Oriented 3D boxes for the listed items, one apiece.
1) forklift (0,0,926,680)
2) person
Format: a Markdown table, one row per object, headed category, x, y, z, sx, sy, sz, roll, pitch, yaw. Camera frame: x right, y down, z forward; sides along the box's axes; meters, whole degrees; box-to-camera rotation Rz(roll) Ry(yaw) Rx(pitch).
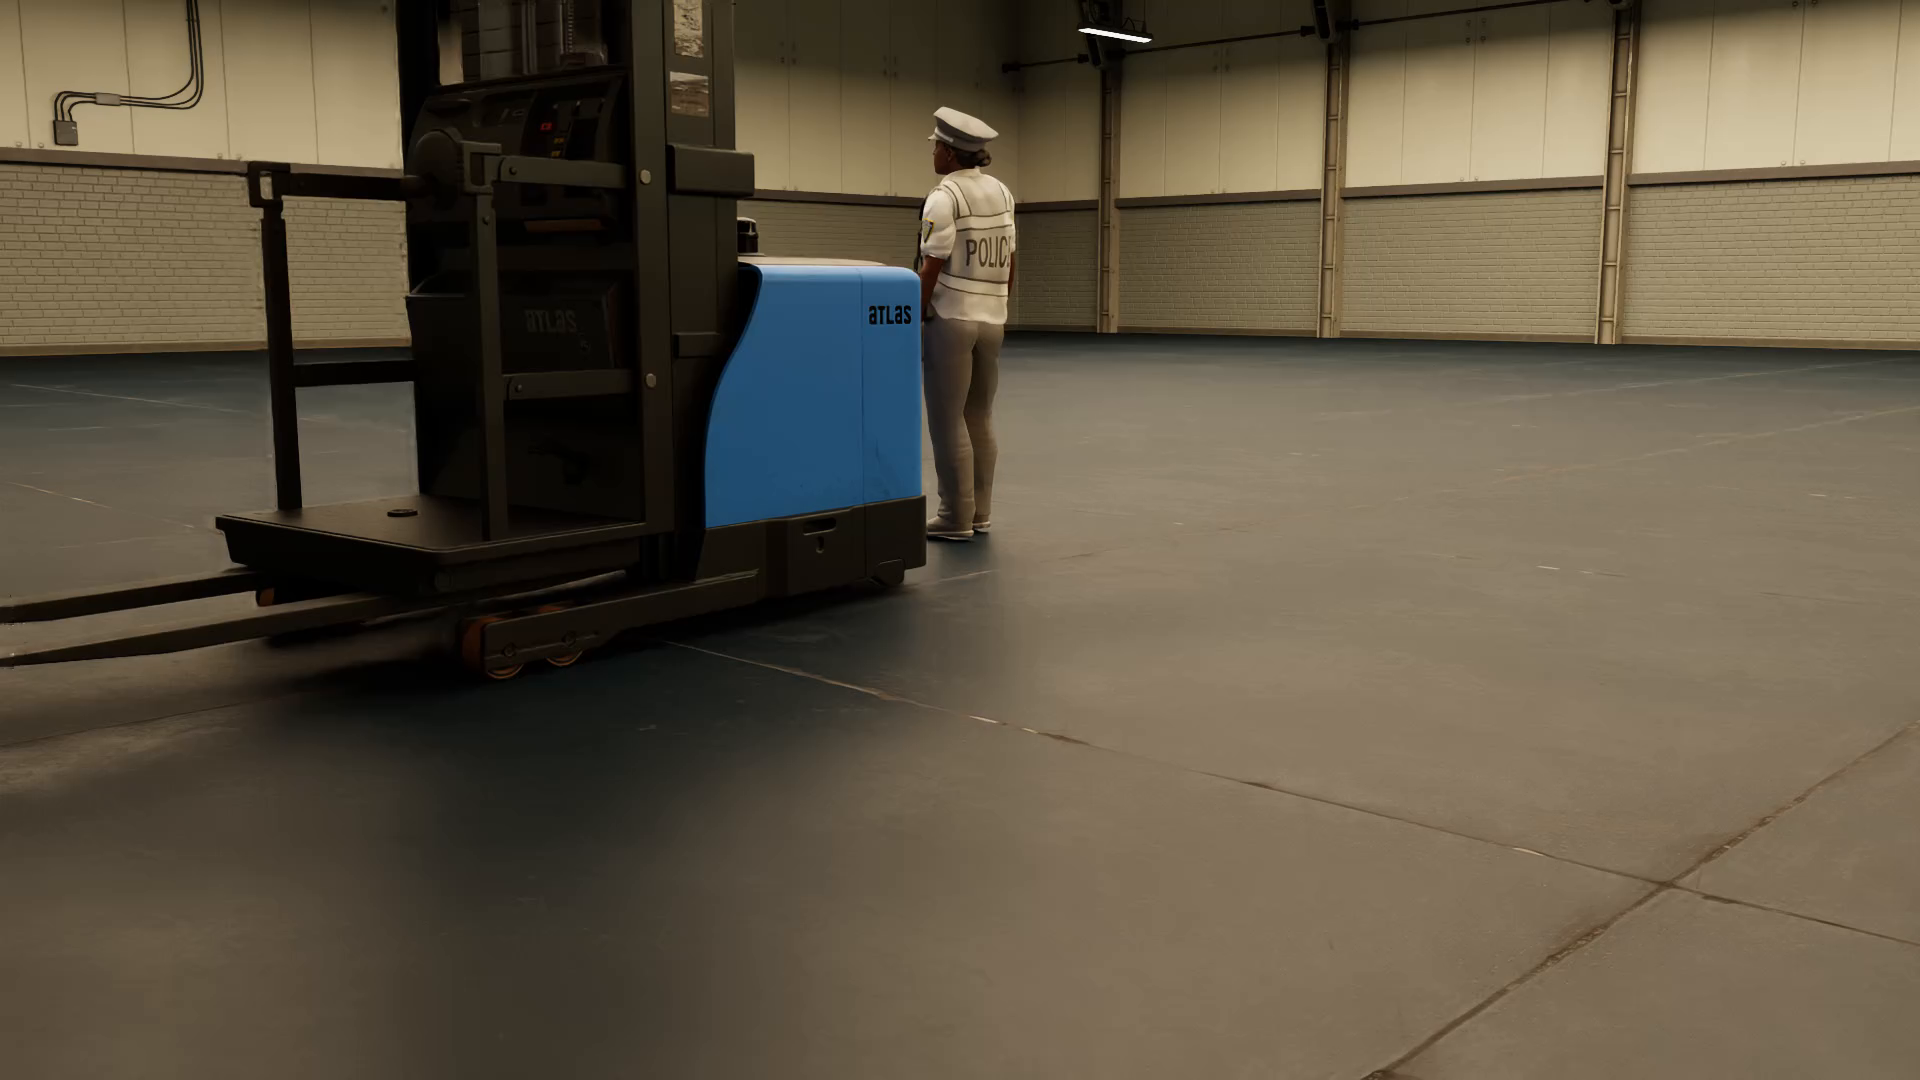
| category | x | y | z | sx | sy | sz | roll | pitch | yaw |
| --- | --- | --- | --- | --- | --- | --- | --- | --- | --- |
| forklift | -1.424 | -1.170 | 4.641 | 1.130 | 2.935 | 3.031 | 7 | 11 | 38 |
| person | -0.040 | -0.855 | 6.656 | 0.529 | 1.694 | 0.569 | 8 | 12 | 43 |
